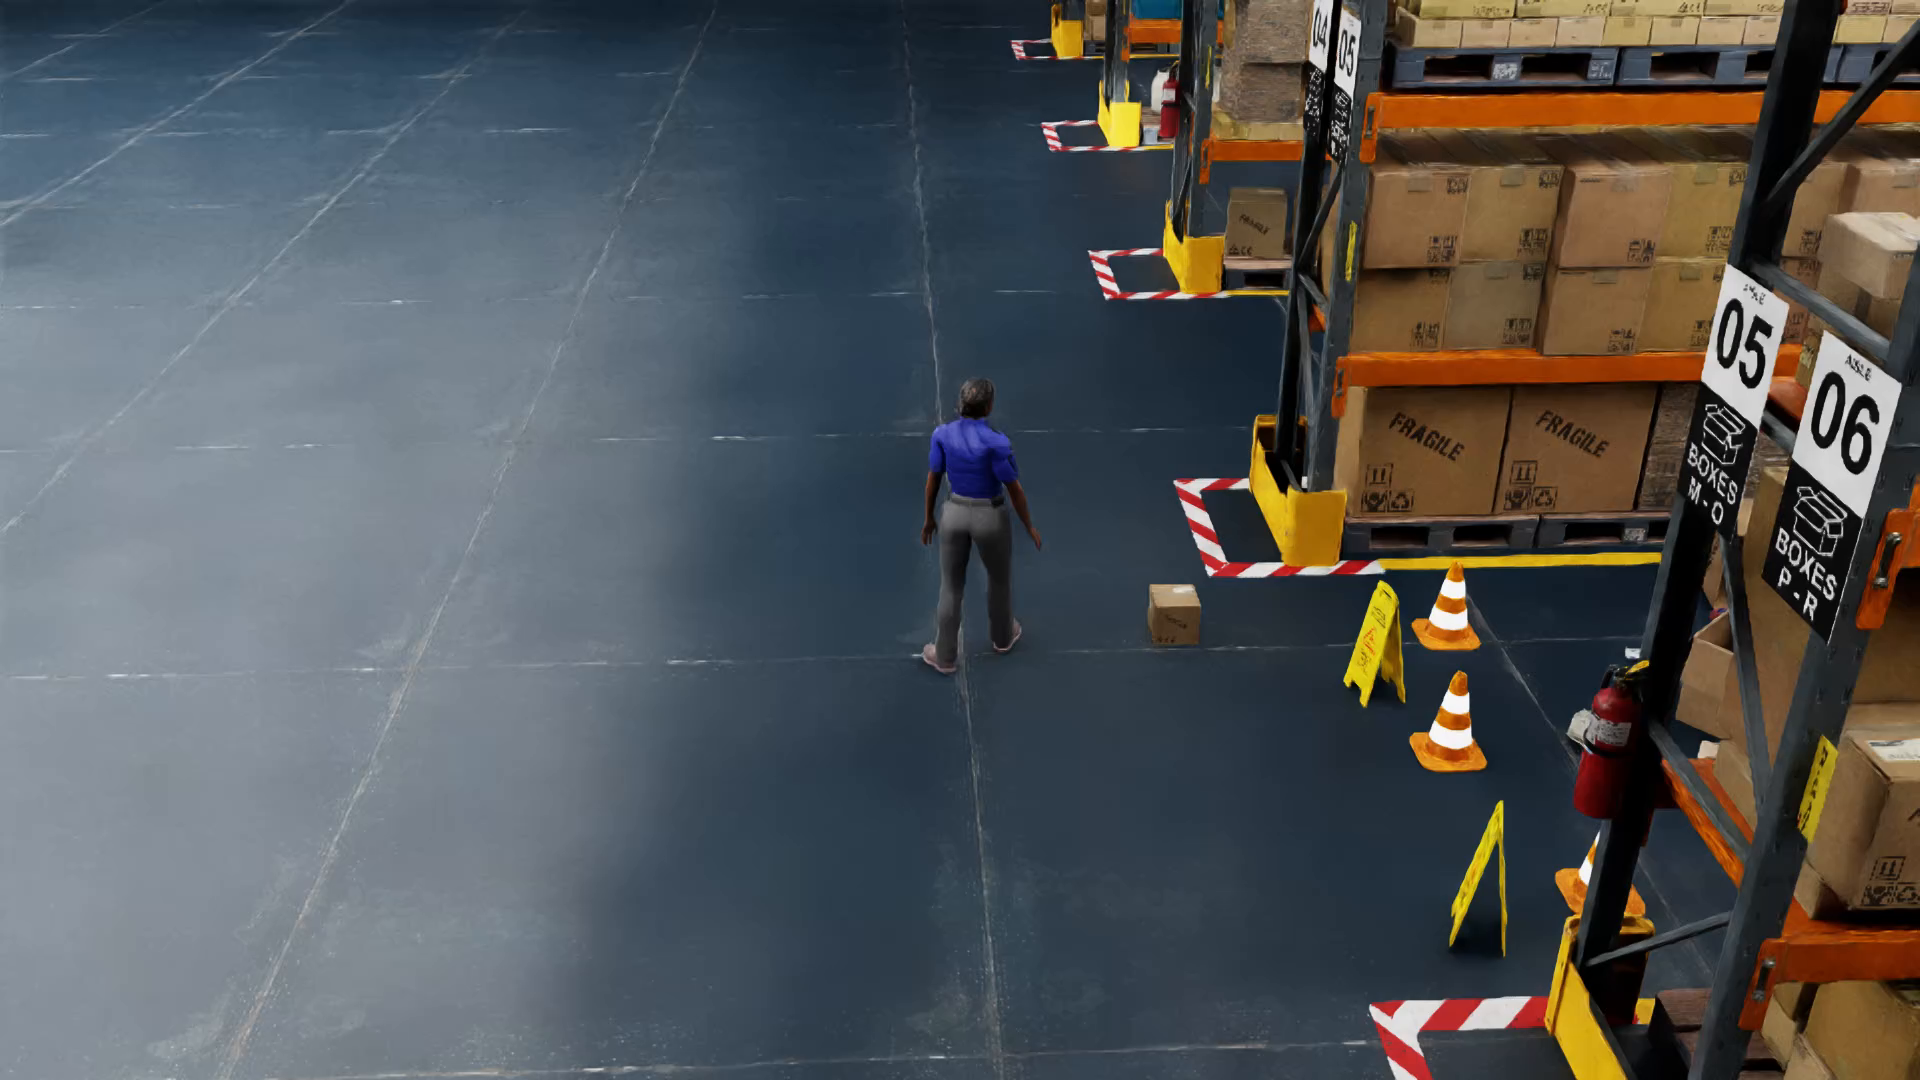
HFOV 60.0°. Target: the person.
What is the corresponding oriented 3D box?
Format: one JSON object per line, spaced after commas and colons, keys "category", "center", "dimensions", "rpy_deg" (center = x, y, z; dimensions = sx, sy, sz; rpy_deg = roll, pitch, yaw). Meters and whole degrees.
{"category": "person", "center": [0.076, -0.028, 8.855], "dimensions": [0.519, 1.450, 0.593], "rpy_deg": [8, 29, 14]}
